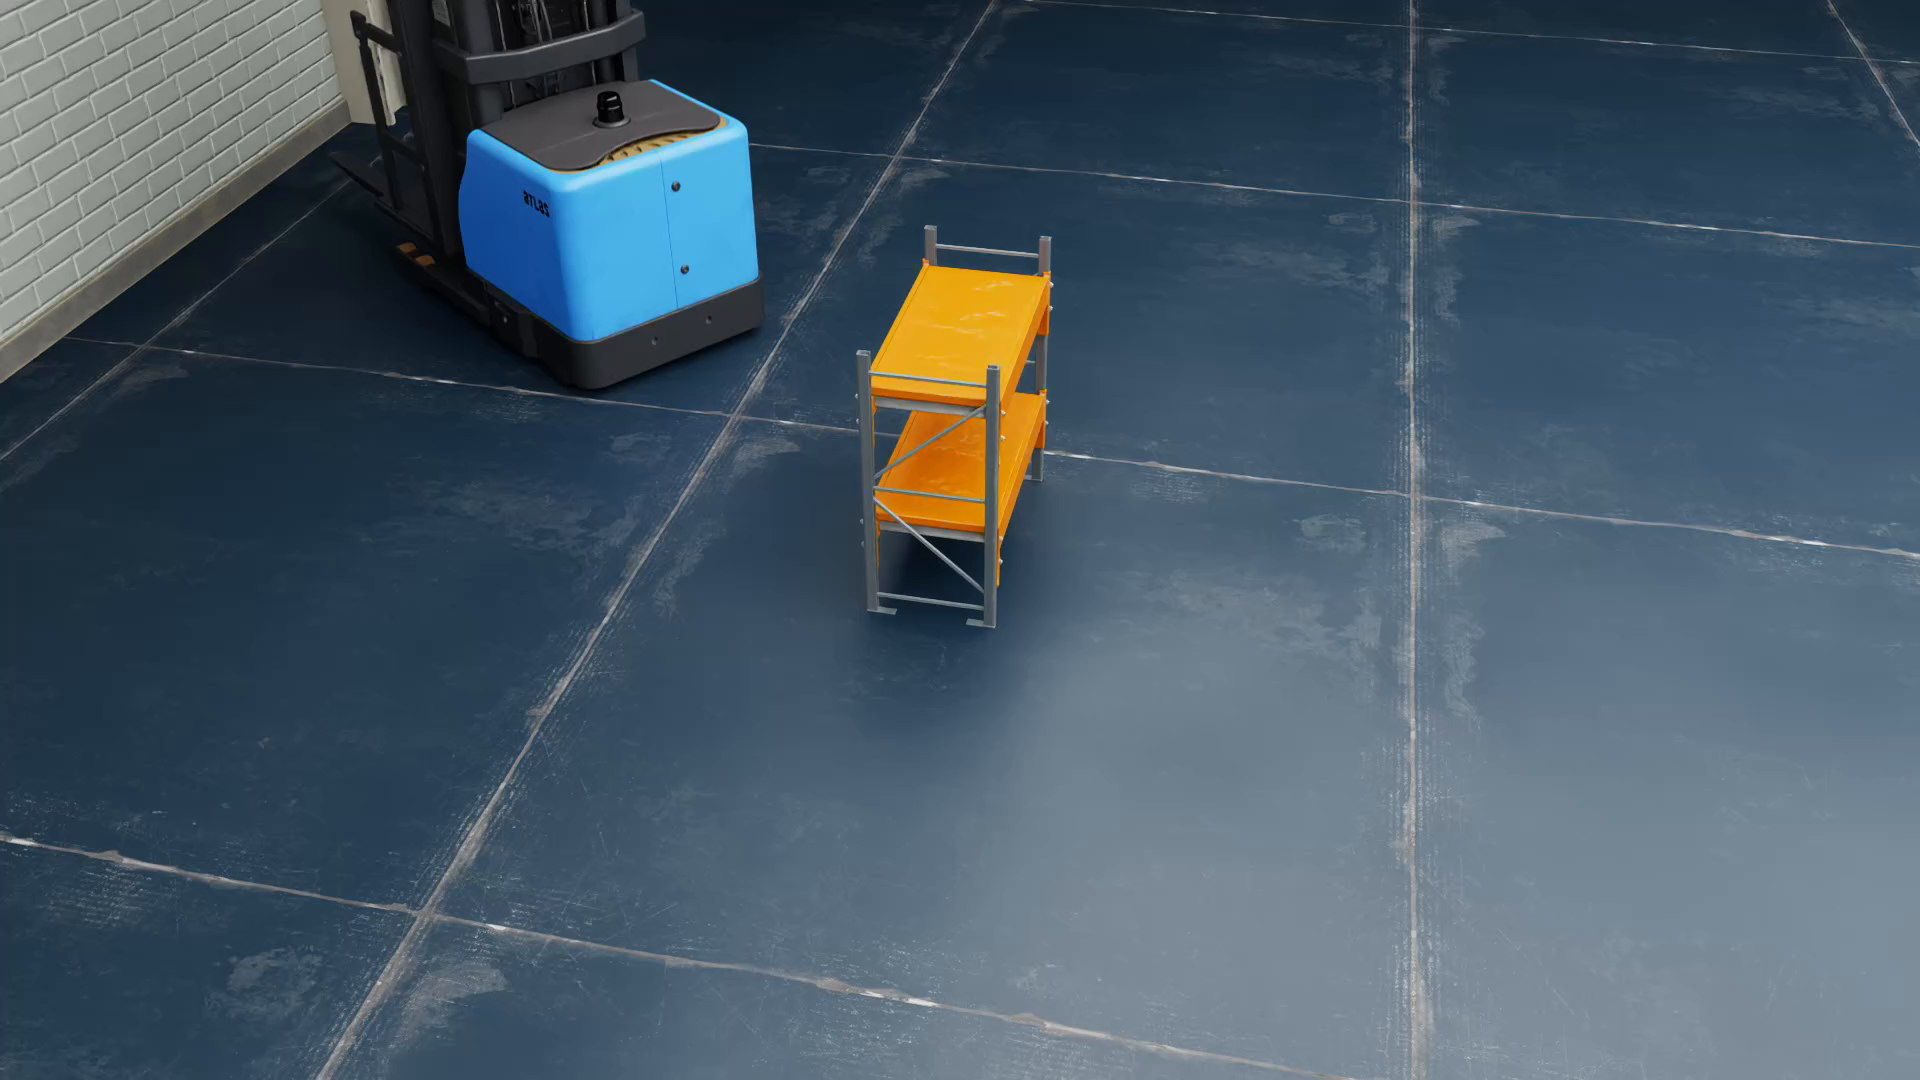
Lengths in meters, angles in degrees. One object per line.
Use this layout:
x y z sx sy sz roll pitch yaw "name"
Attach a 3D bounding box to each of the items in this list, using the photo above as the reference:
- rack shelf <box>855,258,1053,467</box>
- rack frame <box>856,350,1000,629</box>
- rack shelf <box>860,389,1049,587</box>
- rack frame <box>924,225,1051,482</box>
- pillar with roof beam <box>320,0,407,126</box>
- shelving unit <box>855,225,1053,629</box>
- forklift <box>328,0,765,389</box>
-0.001 -0.689 6.243 0.538 0.278 1.000 7 37 10 "rack shelf"
-0.110 -0.160 6.012 0.500 1.125 0.032 7 37 10 "rack frame"
-0.001 -0.254 6.558 0.538 0.278 1.000 7 37 10 "rack shelf"
0.107 -0.743 6.817 0.500 1.125 0.032 7 37 10 "rack frame"
0.583 -5.801 7.085 9.100 9.000 0.400 7 37 10 "pillar with roof beam"
-0.001 -0.452 6.415 0.538 1.125 1.048 7 37 10 "shelving unit"
-2.307 -2.657 7.918 1.130 2.935 3.031 -28 44 -33 "forklift"
